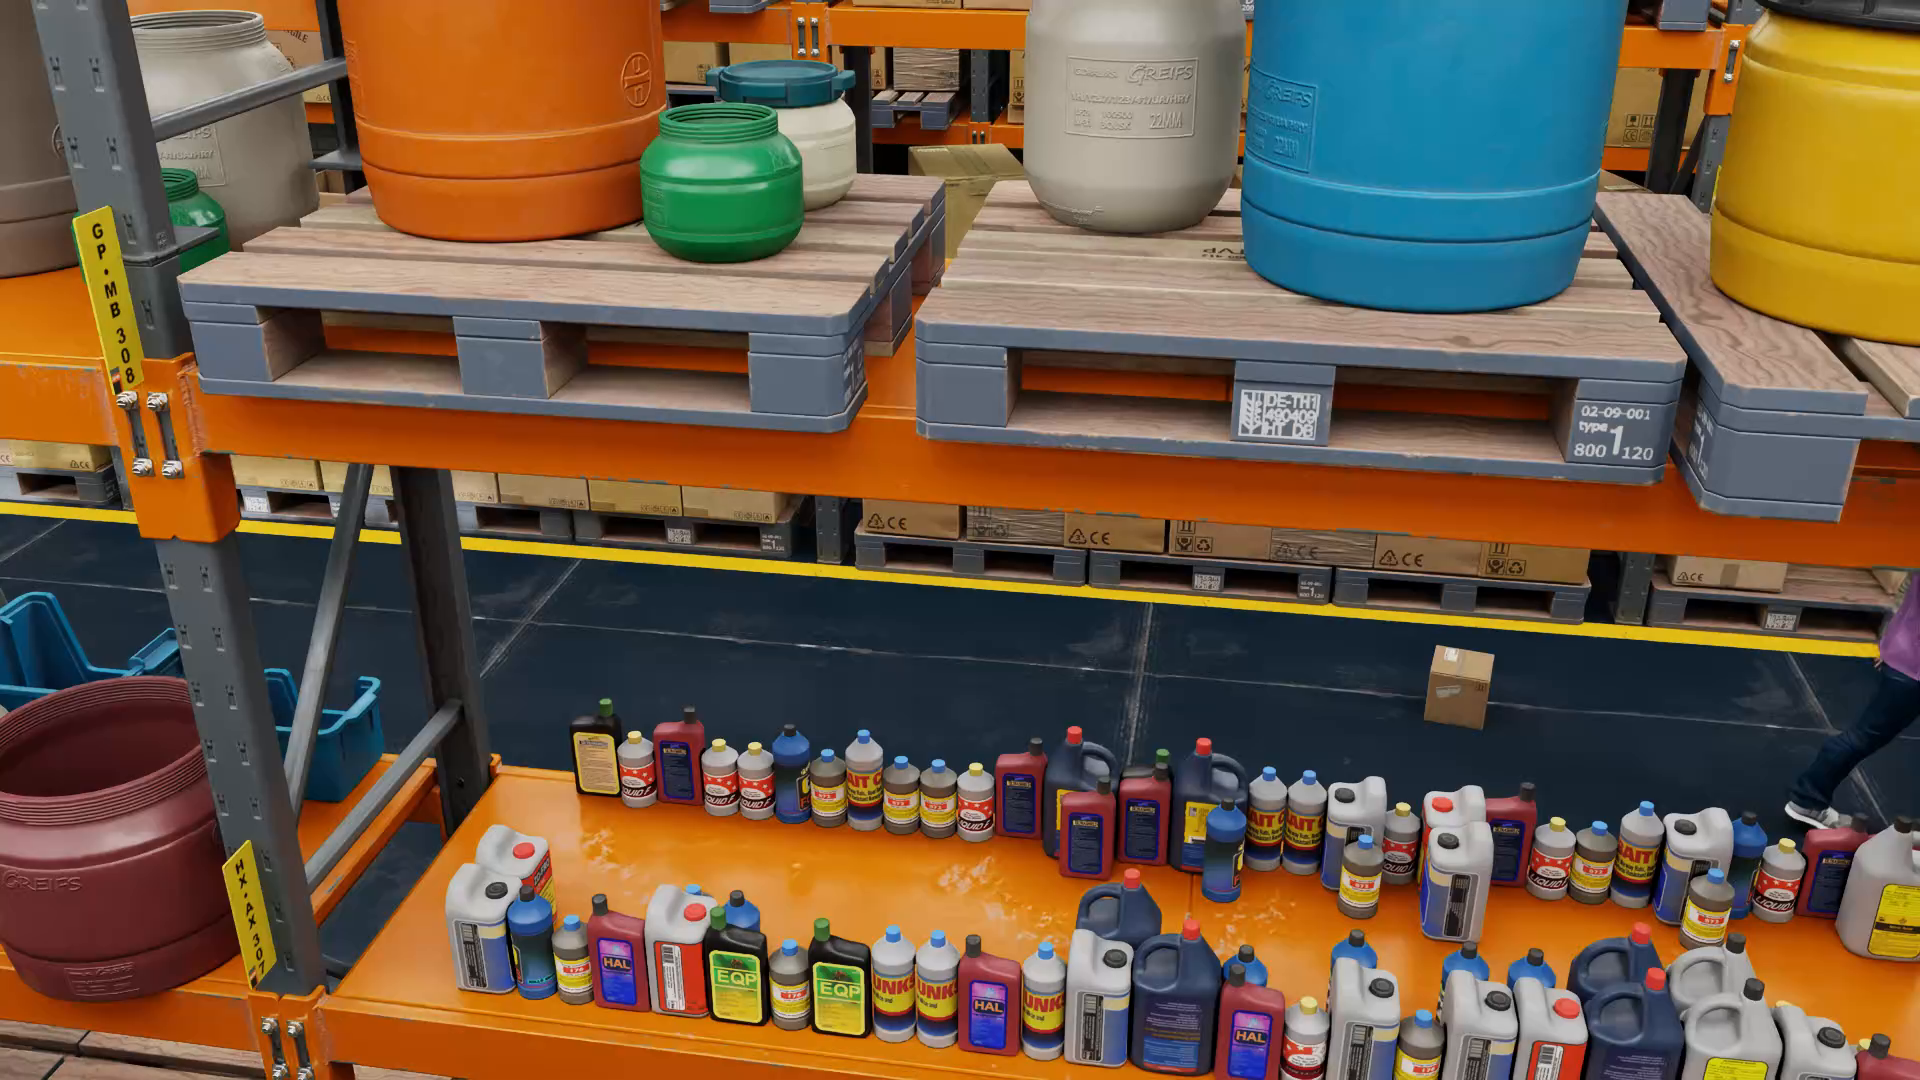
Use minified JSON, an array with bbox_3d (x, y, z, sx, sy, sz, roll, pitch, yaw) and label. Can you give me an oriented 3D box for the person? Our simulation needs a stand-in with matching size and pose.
[{"bbox_3d":[3.600,0.487,6.099,0.802,1.579,0.427,12,28,24],"label":"person"}]
